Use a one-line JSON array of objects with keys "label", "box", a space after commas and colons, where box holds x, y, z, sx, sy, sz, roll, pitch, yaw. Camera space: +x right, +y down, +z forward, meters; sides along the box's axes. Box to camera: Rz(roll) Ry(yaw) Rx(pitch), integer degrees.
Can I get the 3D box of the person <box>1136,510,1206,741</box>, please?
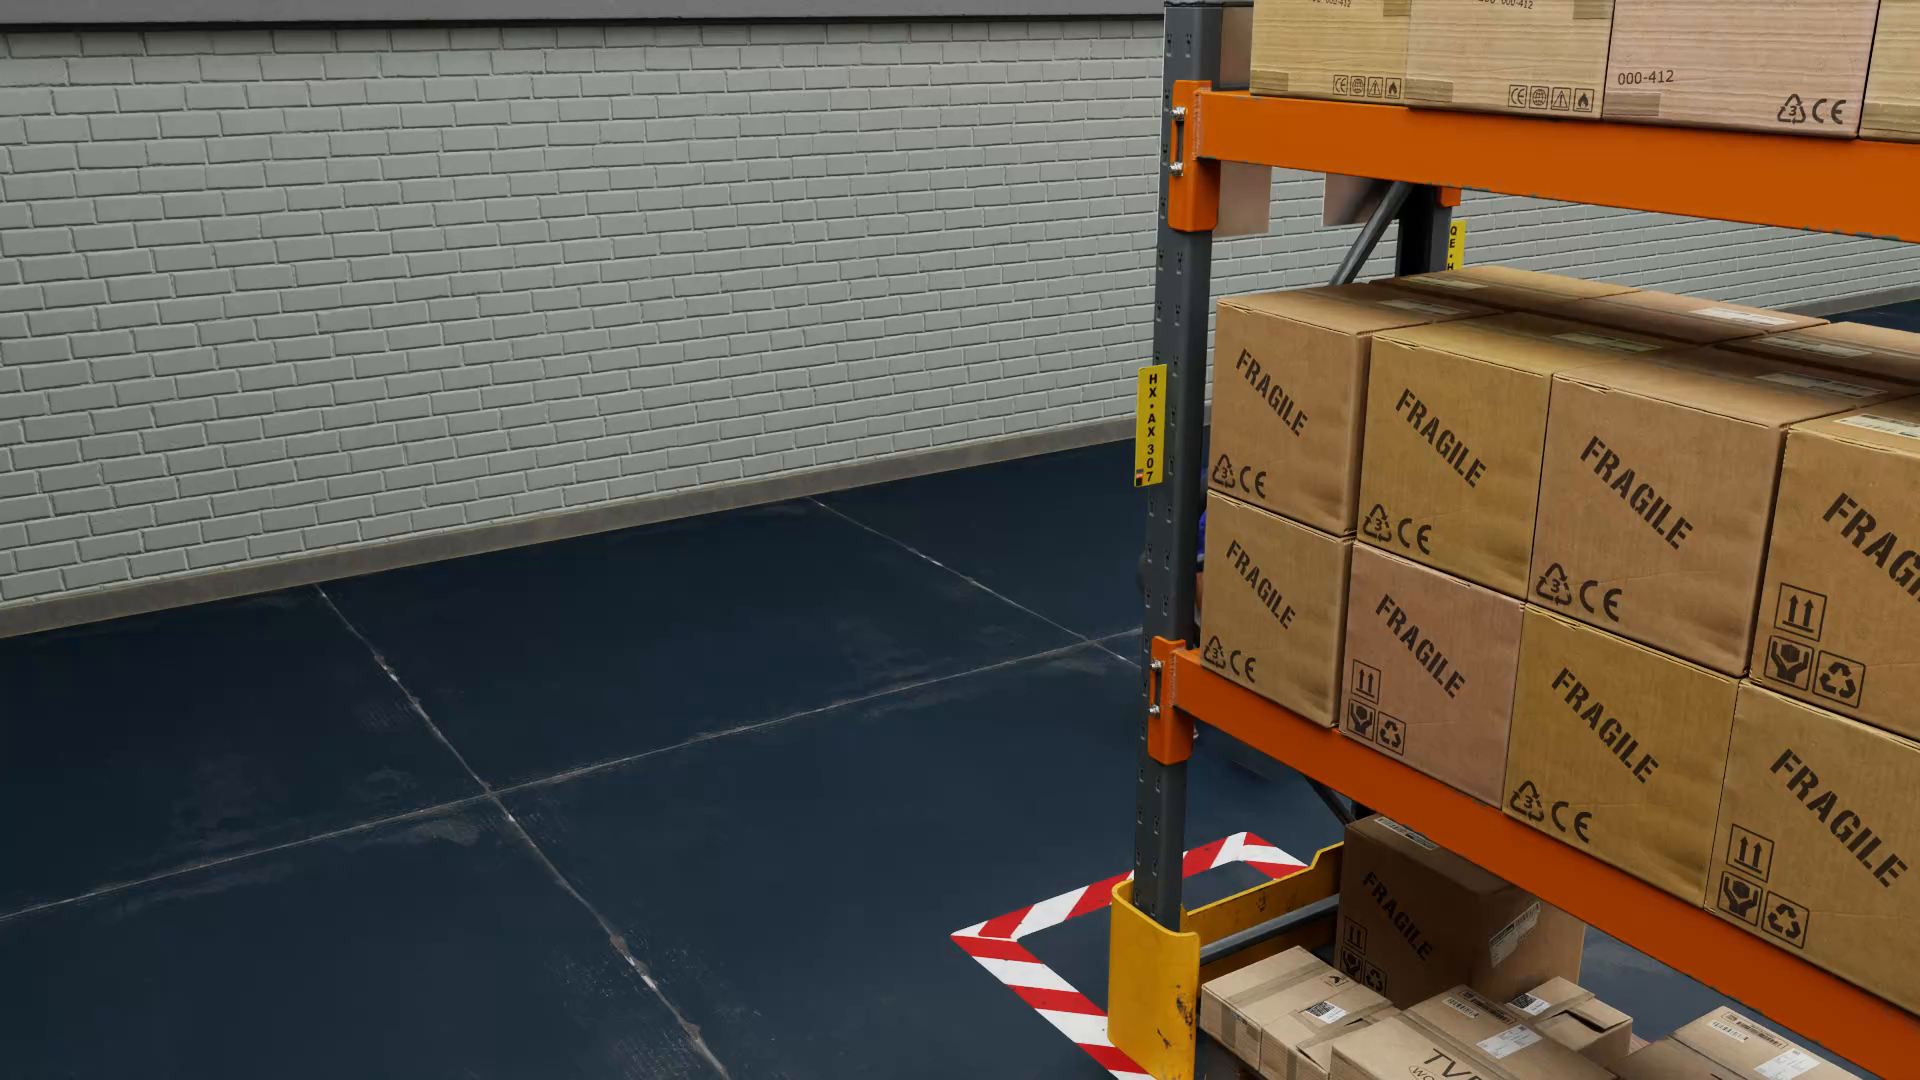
[{"label": "person", "box": [1.084, 0.208, 7.052, 0.497, 1.280, 0.682, -12, 21, -31]}]
